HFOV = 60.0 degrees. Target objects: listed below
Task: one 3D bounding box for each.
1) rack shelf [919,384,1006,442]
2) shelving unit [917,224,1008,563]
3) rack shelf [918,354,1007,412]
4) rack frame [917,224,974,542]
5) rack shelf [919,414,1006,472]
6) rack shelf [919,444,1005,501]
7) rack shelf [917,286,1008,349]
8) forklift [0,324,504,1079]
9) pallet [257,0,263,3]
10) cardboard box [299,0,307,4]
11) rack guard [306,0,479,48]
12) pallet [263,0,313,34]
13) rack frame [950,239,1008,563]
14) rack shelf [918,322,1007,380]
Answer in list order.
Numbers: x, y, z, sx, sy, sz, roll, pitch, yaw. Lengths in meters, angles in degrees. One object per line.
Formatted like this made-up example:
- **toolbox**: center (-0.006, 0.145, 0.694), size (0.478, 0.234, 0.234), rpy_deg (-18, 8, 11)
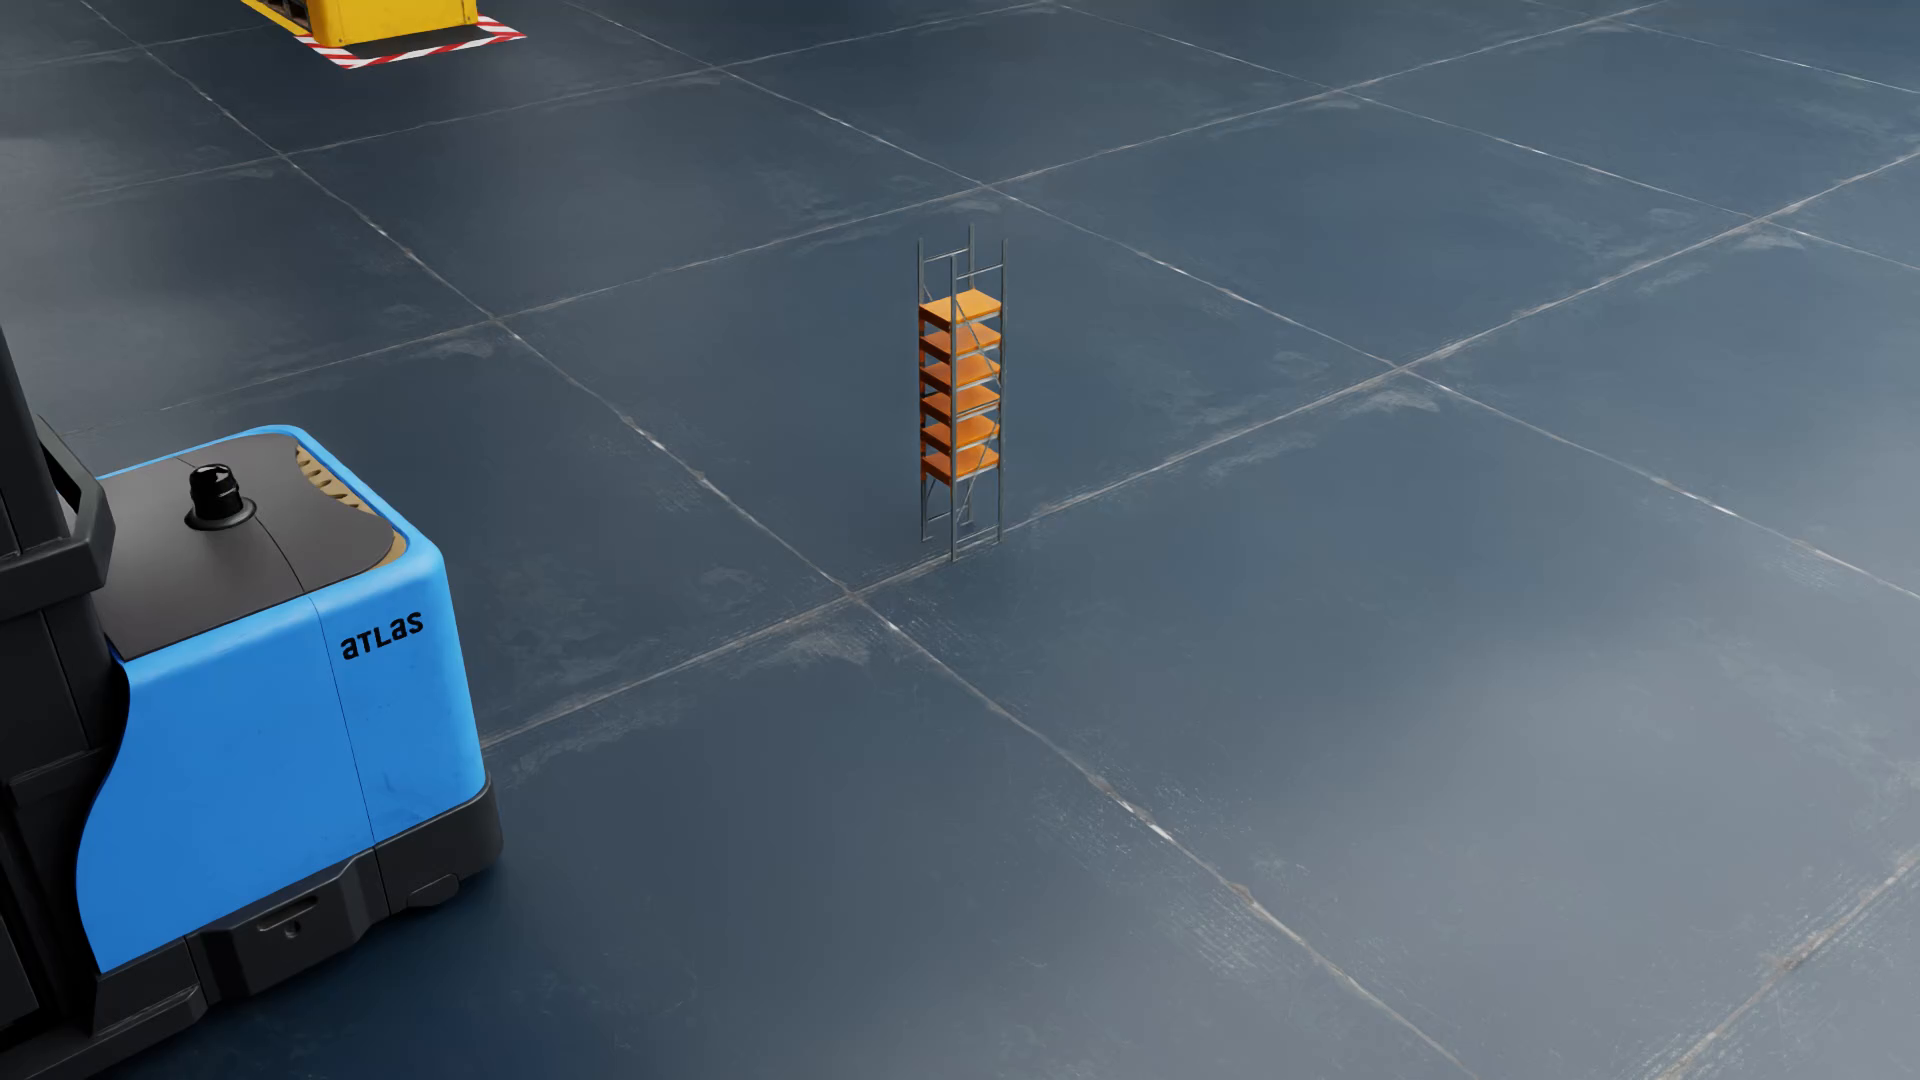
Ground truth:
- **rack shelf**: center (0.009, -0.466, 5.947), size (0.258, 0.103, 0.180), rpy_deg (-22, 38, -31)
- **shelving unit**: center (0.009, -0.504, 5.924), size (0.258, 1.200, 0.189), rpy_deg (-22, 38, -31)
- **rack shelf**: center (0.009, -0.568, 5.884), size (0.258, 0.103, 0.180), rpy_deg (-22, 38, -31)
- **rack frame**: center (-0.047, -0.542, 5.985), size (0.240, 1.200, 0.006), rpy_deg (-22, 38, -31)
- **rack shelf**: center (0.009, -0.364, 6.010), size (0.258, 0.103, 0.180), rpy_deg (-22, 38, -31)
- **rack shelf**: center (0.009, -0.262, 6.074), size (0.258, 0.103, 0.180), rpy_deg (-22, 38, -31)
- **rack shelf**: center (0.009, -0.772, 5.757), size (0.258, 0.103, 0.180), rpy_deg (-22, 38, -31)
- **forklift**: center (-2.735, 0.014, 3.449), size (3.031, 2.935, 1.130), rpy_deg (-25, 40, -34)
- **pallet**: center (-5.434, -4.698, 13.613), size (1.003, 0.211, 1.213), rpy_deg (-22, 38, -31)
- **cardboard box**: center (-4.750, -4.207, 12.389), size (0.500, 0.250, 0.500), rpy_deg (-22, 38, -31)
- **rack guard**: center (-4.173, -3.997, 12.212), size (1.175, 0.500, 0.348), rpy_deg (-22, 38, -31)
- **pallet**: center (-4.690, -4.190, 12.795), size (1.003, 0.211, 1.213), rpy_deg (-22, 38, -31)
- **rack frame**: center (0.065, -0.466, 5.862), size (0.240, 1.200, 0.006), rpy_deg (-22, 38, -31)
- **rack shelf**: center (0.009, -0.670, 5.821), size (0.258, 0.103, 0.180), rpy_deg (-22, 38, -31)
